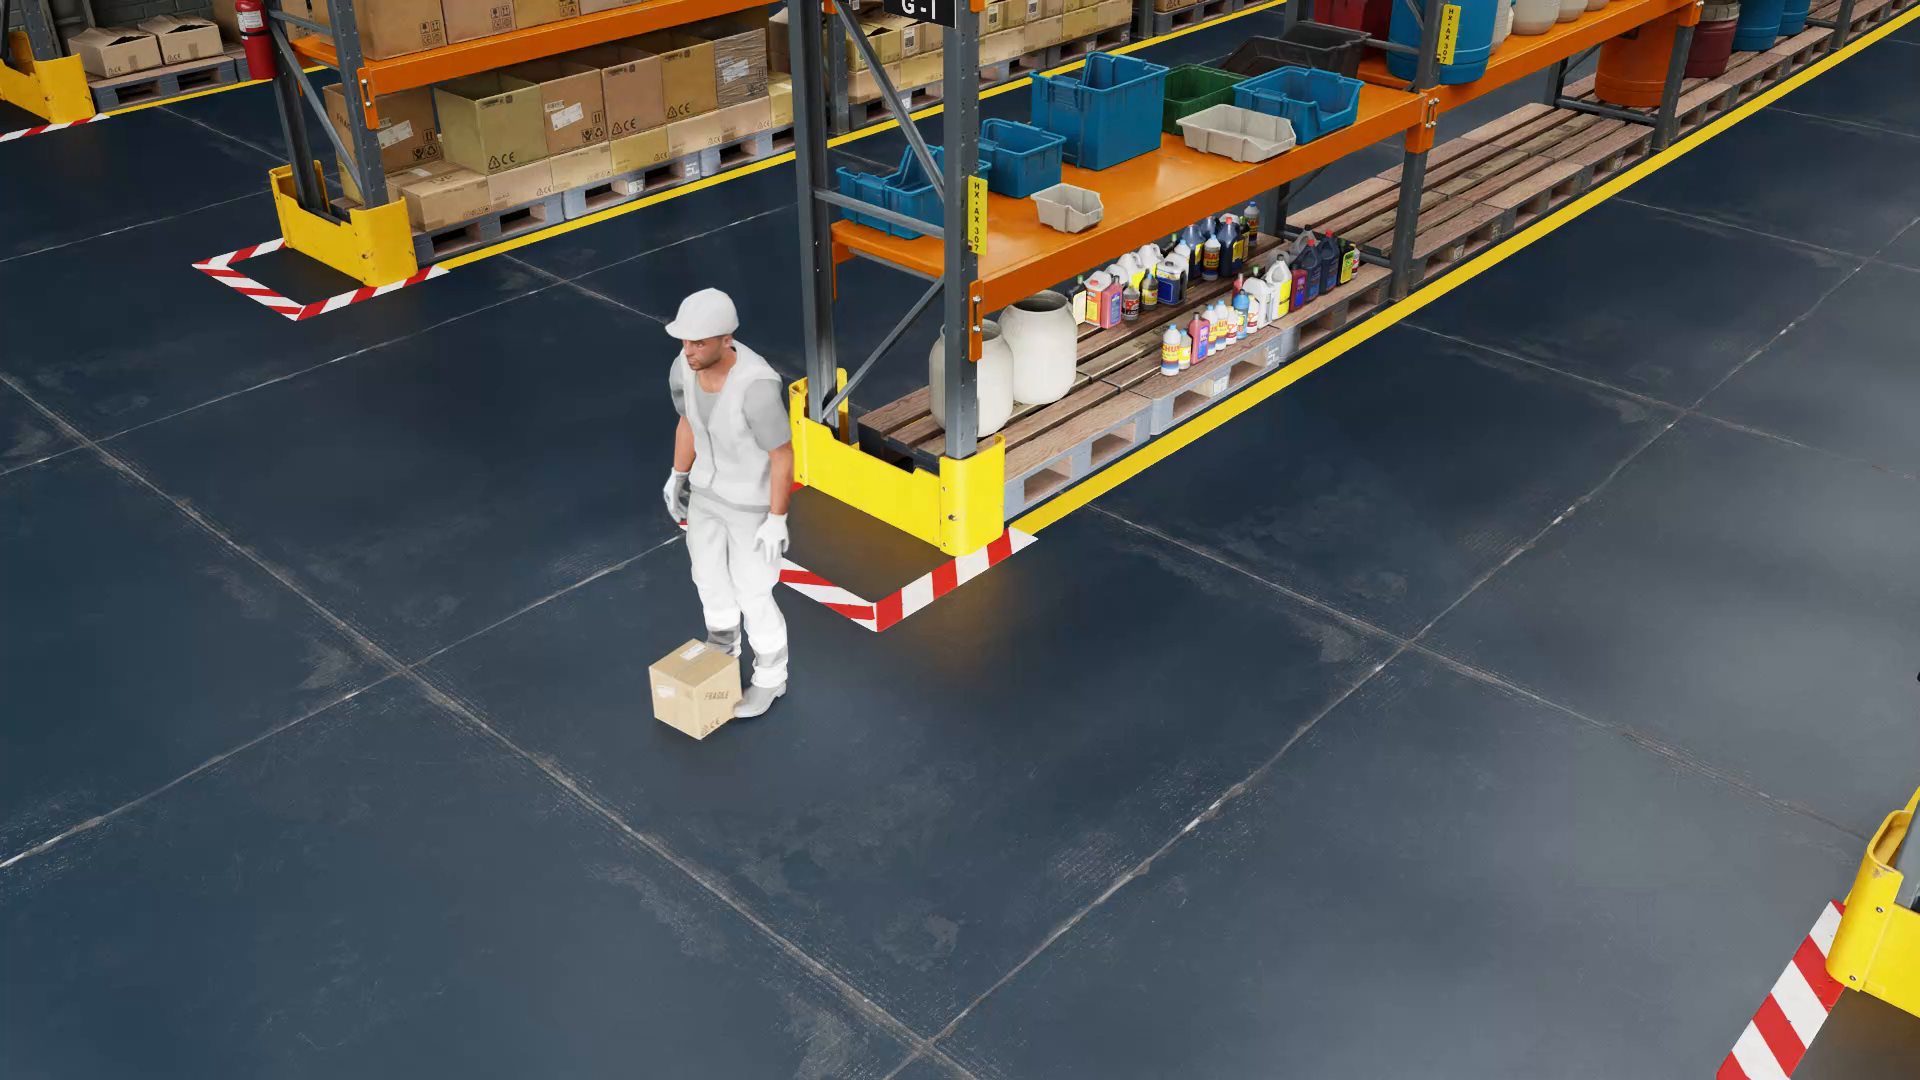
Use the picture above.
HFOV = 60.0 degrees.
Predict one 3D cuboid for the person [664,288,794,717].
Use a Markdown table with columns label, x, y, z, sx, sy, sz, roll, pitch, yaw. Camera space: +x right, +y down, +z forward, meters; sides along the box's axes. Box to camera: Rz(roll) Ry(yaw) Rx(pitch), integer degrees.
| label | x | y | z | sx | sy | sz | roll | pitch | yaw |
| --- | --- | --- | --- | --- | --- | --- | --- | --- | --- |
| person | -0.879 | -0.143 | 6.355 | 0.622 | 1.781 | 0.445 | 23 | 38 | 33 |
